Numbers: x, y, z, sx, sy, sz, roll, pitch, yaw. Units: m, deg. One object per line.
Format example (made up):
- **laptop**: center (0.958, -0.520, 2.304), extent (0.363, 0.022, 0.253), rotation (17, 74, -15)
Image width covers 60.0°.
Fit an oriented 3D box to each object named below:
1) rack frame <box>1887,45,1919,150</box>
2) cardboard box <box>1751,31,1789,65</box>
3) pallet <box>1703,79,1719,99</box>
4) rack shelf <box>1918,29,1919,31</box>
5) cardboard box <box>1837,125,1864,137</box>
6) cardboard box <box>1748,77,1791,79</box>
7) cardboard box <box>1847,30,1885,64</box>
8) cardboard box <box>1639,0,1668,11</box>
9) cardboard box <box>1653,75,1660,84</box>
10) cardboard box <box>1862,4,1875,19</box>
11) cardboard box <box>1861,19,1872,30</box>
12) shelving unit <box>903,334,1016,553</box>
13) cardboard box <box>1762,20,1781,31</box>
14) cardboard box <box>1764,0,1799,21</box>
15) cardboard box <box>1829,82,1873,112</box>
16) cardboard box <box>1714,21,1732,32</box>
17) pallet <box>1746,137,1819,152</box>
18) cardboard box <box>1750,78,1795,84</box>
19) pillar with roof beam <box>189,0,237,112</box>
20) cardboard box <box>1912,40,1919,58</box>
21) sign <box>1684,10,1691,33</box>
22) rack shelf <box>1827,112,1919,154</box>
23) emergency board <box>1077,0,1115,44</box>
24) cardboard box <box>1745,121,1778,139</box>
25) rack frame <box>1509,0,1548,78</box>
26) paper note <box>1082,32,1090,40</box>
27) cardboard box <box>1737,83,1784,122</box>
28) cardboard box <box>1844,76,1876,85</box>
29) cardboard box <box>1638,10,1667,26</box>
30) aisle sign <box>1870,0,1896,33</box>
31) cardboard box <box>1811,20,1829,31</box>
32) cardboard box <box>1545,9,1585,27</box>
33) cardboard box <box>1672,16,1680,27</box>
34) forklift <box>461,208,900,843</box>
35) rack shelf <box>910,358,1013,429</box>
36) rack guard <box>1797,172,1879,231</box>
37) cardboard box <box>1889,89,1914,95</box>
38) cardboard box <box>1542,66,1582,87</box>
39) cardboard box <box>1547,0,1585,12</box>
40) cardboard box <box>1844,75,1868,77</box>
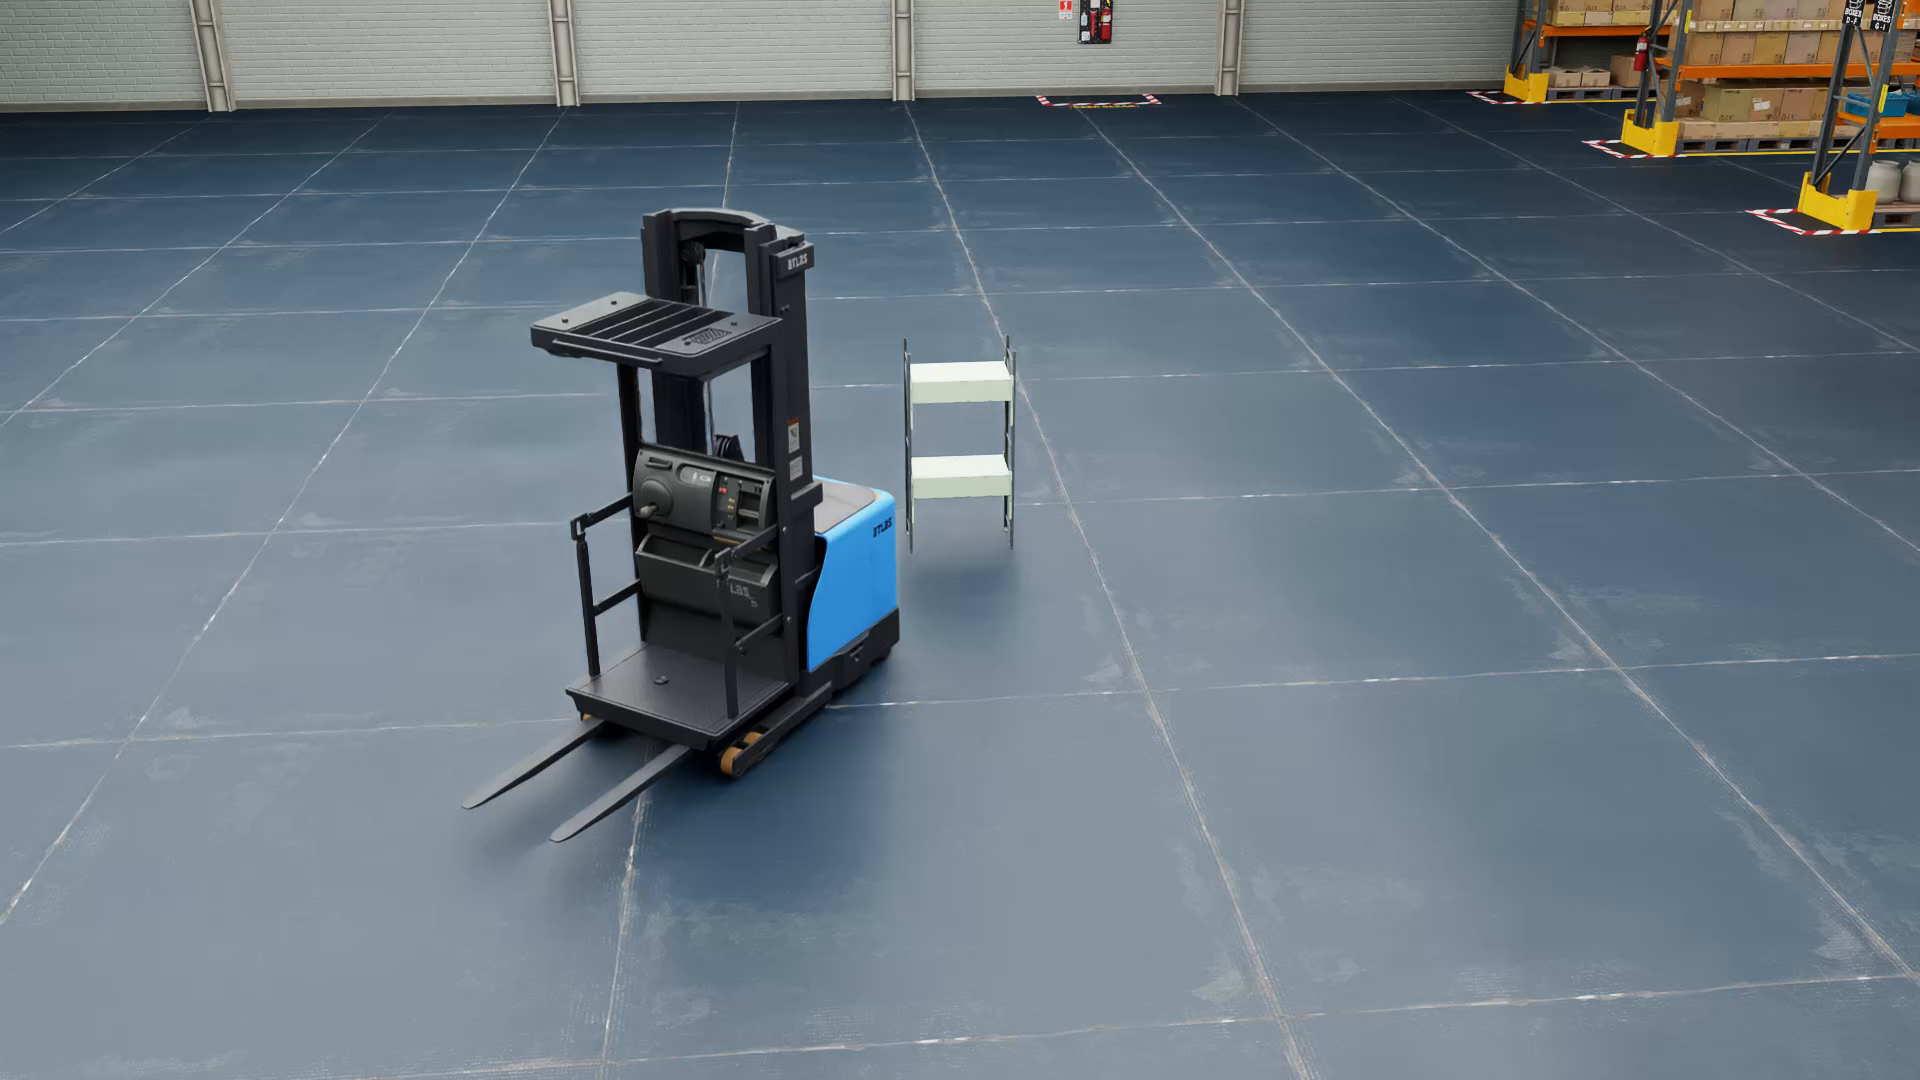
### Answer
- **rack frame**: center (14.770, -7.673, 25.820), extent (0.127, 3.000, 1.000), rotation (-2, 24, -5)
- **cardboard box**: center (12.272, -7.613, 25.562), extent (0.500, 0.500, 0.700), rotation (-2, 24, -5)
- **pallet**: center (13.614, -8.360, 30.798), extent (1.213, 0.211, 1.003), rotation (-2, 24, -5)
- **rack shelf**: center (16.270, -9.426, 30.650), extent (4.000, 0.370, 1.077), rotation (-2, 24, -5)
- **cardboard box**: center (13.831, -6.486, 26.017), extent (0.500, 0.250, 0.500), rotation (-2, 24, -5)
- **cardboard box**: center (15.010, -8.770, 30.824), extent (0.500, 0.500, 0.700), rotation (-1, 24, -3)
- **cardboard box**: center (13.805, -7.675, 25.701), extent (0.500, 0.500, 0.700), rotation (-3, 24, -6)
- **cardboard box**: center (12.323, -9.756, 29.742), extent (0.500, 0.500, 0.500), rotation (-2, 24, -3)
- **cardboard box**: center (12.686, -8.518, 30.689), extent (0.250, 0.149, 0.380), rotation (-4, 24, -9)
- **cardboard box**: center (13.826, -8.271, 25.444), extent (0.500, 0.500, 0.700), rotation (-2, 24, -5)
- **cardboard box**: center (13.752, -7.886, 25.378), extent (0.250, 0.149, 0.380), rotation (-2, 24, -5)
- **shelving unit**: center (-0.007, -0.685, 11.945), extent (0.755, 1.500, 0.431), rotation (-2, 24, -5)
- **cardboard box**: center (12.228, -7.826, 25.242), extent (0.250, 0.149, 0.380), rotation (-3, 24, -7)
- **cardboard box**: center (12.332, -8.211, 25.310), extent (0.500, 0.500, 0.700), rotation (-2, 24, -5)
- **cardboard box**: center (13.831, -6.829, 25.866), extent (0.500, 0.500, 0.500), rotation (-2, 24, -5)
- **cardboard box**: center (11.463, -7.796, 25.174), extent (0.250, 0.149, 0.380), rotation (-3, 24, -7)
- **pallet**: center (12.758, -6.334, 26.240), extent (1.213, 0.211, 1.003), rotation (-2, 24, -5)
- **cardboard box**: center (12.785, -6.998, 26.247), extent (0.500, 0.500, 0.500), rotation (-2, 24, -5)
- **pillar with roof beam**: center (-12.550, -9.936, 23.526), extent (0.400, 9.000, 9.100), rotation (-2, 24, -5)
- **cardboard box**: center (15.256, -7.642, 25.934), extent (0.500, 0.250, 0.500), rotation (-1, 24, -2)
- **sign**: center (10.838, -7.721, 24.764), extent (0.005, 0.325, 0.100), rotation (-2, 24, -5)
- **rack shelf**: center (13.263, -5.262, 21.282), extent (4.000, 0.370, 1.077), rotation (-2, 24, -5)
- **emergency board**: center (2.476, -9.570, 30.088), extent (0.643, 1.169, 0.194), rotation (-2, 24, -5)
- **cardboard box**: center (12.340, -6.421, 25.872), extent (0.500, 0.250, 0.500), rotation (-2, 24, -5)
- **rack frame**: center (10.299, -9.515, 29.965), extent (0.127, 3.000, 1.000), rotation (-2, 24, -5)
- **paper note**: center (2.293, -9.189, 30.314), extent (0.142, 0.148, 0.016), rotation (-2, 24, -5)
- **cardboard box**: center (12.339, -6.769, 25.731), extent (0.500, 0.500, 0.500), rotation (-2, 24, -5)
- **cardboard box**: center (14.278, -7.059, 26.384), extent (0.500, 0.500, 0.500), rotation (-2, 24, -5)
- **cardboard box**: center (12.342, -9.411, 29.890), extent (0.500, 0.250, 0.500), rotation (-2, 24, -5)
- **aisle sign**: center (11.230, -6.578, 20.155), extent (0.004, 0.787, 0.394), rotation (-2, 24, -5)
- **cardboard box**: center (12.993, -7.856, 25.309), extent (0.250, 0.149, 0.380), rotation (-2, 24, -3)
- **cardboard box**: center (10.816, -9.347, 29.747), extent (0.500, 0.250, 0.500), rotation (-3, 24, -7)
- **cardboard box**: center (11.151, -7.948, 25.516), extent (0.250, 0.149, 0.380), rotation (-3, 24, -6)
- **forklift**: center (-1.551, -0.227, 9.152), extent (1.130, 2.935, 3.031), rotation (13, 27, 27)
- **rack shelf**: center (-0.007, -1.042, 11.786), extent (0.720, 0.370, 0.431), rotation (-2, 24, -5)
- **rack guard**: center (11.343, -4.391, 21.513), extent (0.348, 0.500, 1.175), rotation (-2, 24, -5)
- **cardboard box**: center (15.145, -6.997, 26.476), extent (0.500, 0.311, 0.500), rotation (-2, 24, -5)
- **cardboard box**: center (10.996, -8.479, 30.402), extent (0.500, 0.311, 0.500), rotation (-5, 24, -11)
- **cardboard box**: center (10.803, -9.696, 29.609), extent (0.500, 0.500, 0.500), rotation (-2, 24, -5)
- **cardboard box**: center (16.533, -8.839, 30.979), extent (0.500, 0.500, 0.700), rotation (-2, 24, -5)
